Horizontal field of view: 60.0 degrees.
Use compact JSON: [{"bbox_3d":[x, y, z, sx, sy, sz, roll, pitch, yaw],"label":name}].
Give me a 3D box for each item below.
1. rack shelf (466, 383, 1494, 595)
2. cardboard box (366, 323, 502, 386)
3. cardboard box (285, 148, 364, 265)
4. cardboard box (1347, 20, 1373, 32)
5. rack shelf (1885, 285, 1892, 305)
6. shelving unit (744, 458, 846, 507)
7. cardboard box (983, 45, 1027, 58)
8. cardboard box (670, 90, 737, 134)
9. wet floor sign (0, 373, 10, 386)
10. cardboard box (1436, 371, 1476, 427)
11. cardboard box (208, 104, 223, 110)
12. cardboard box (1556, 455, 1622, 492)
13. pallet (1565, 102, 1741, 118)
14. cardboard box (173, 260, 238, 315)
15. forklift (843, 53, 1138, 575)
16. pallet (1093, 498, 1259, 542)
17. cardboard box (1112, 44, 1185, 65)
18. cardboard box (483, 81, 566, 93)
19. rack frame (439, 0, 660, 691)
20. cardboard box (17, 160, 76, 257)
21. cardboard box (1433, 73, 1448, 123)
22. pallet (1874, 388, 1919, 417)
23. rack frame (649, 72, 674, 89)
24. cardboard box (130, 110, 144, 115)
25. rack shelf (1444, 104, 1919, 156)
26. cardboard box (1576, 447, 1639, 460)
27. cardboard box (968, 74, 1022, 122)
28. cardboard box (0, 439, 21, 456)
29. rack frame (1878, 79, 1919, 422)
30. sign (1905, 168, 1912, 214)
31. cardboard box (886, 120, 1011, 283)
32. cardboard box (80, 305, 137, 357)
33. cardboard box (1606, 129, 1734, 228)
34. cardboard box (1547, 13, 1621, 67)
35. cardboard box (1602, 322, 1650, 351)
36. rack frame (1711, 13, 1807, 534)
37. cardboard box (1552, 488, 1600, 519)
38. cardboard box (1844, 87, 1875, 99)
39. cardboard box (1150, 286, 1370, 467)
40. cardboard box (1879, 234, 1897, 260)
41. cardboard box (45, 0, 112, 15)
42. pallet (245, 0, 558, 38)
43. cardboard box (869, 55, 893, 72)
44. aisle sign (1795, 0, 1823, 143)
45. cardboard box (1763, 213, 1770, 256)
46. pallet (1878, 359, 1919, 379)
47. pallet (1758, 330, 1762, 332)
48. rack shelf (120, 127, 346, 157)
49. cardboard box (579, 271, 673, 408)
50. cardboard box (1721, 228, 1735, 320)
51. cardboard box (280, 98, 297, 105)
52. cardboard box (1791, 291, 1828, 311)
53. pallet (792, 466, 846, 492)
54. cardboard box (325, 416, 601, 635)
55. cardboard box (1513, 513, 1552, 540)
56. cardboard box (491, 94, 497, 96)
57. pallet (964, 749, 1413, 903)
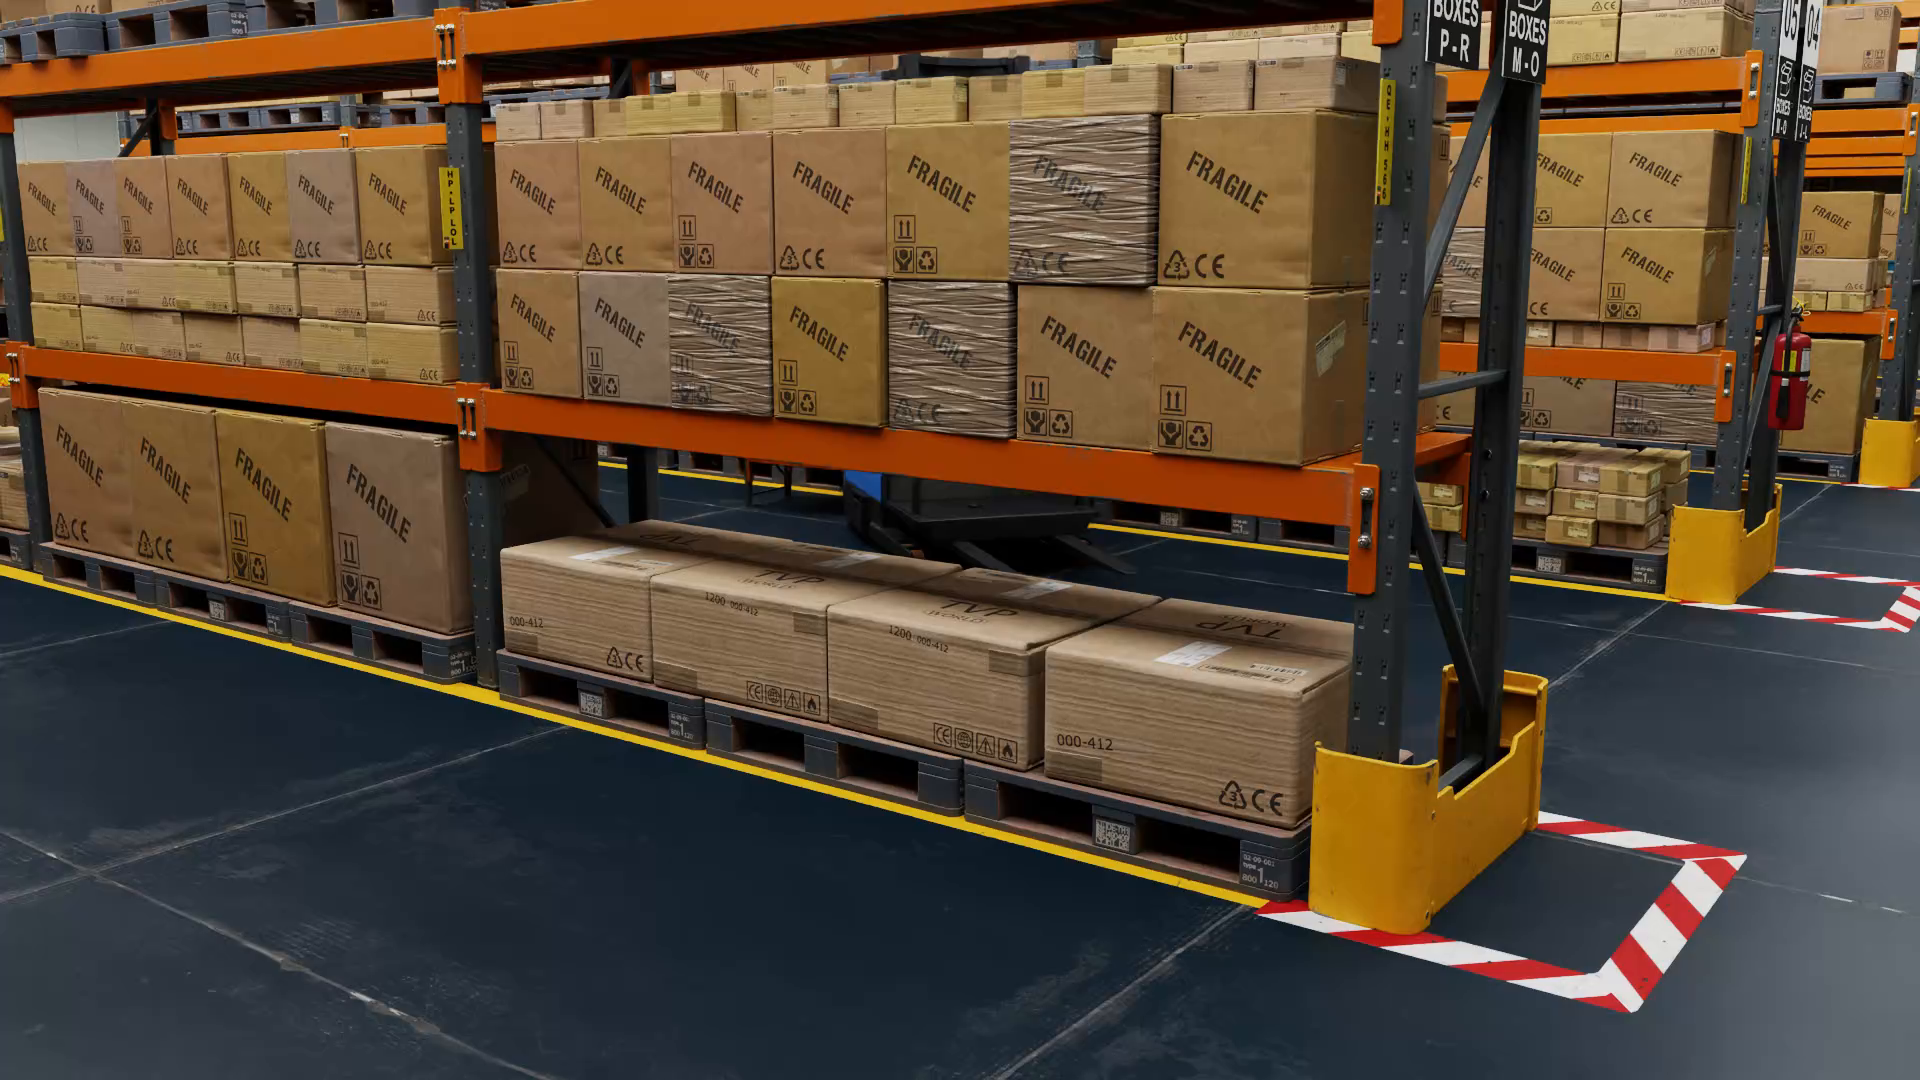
[{"bbox_3d":[-0.144,-0.327,6.218,4.000,0.370,1.077,8,13,36],"label":"rack shelf"},{"bbox_3d":[-2.267,-0.844,7.387,0.500,0.250,0.500,8,13,34],"label":"cardboard box"},{"bbox_3d":[-2.686,-1.514,7.563,0.500,0.500,0.500,8,14,37],"label":"cardboard box"},{"bbox_3d":[2.571,-3.056,9.610,0.500,0.250,0.500,7,13,33],"label":"cardboard box"},{"bbox_3d":[8.653,-2.603,17.980,4.000,0.370,1.077,8,13,36],"label":"rack shelf"},{"bbox_3d":[-0.939,-0.779,11.591,1.048,1.125,0.538,7,13,30],"label":"shelving unit"},{"bbox_3d":[0.507,-3.441,11.649,0.500,0.311,0.500,8,13,35],"label":"cardboard box"},{"bbox_3d":[-0.847,-1.568,6.135,0.250,0.149,0.380,7,13,34],"label":"cardboard box"},{"bbox_3d":[-9.775,-1.568,16.935,0.232,0.644,0.267,5,12,26],"label":"wet floor sign"},{"bbox_3d":[4.594,-1.499,14.869,0.875,0.875,0.875,8,13,36],"label":"cardboard box"},{"bbox_3d":[-7.270,-4.370,16.617,0.250,0.149,0.380,8,14,36],"label":"cardboard box"},{"bbox_3d":[3.571,-0.381,9.436,0.250,0.149,0.380,8,14,37],"label":"cardboard box"},{"bbox_3d":[5.742,-3.621,13.684,1.213,0.211,1.003,8,13,36],"label":"pallet"},{"bbox_3d":[-3.506,-1.257,8.208,0.500,0.250,0.500,8,14,37],"label":"cardboard box"},{"bbox_3d":[0.146,-1.307,9.568,1.130,2.935,3.031,-3,11,-17],"label":"forklift"},{"bbox_3d":[1.655,-0.235,11.190,1.213,0.211,1.003,8,13,36],"label":"pallet"},{"bbox_3d":[1.309,-2.981,10.539,0.500,0.250,0.500,9,14,38],"label":"cardboard box"},{"bbox_3d":[-3.698,-4.054,14.057,0.500,0.500,0.500,8,13,36],"label":"cardboard box"},{"bbox_3d":[-1.756,-0.905,7.312,0.127,3.000,1.000,8,13,36],"label":"rack frame"},{"bbox_3d":[-4.727,-1.802,9.052,0.500,0.500,0.500,7,13,34],"label":"cardboard box"},{"bbox_3d":[1.346,-1.396,5.247,0.250,0.149,0.380,8,14,37],"label":"cardboard box"},{"bbox_3d":[9.624,-1.461,17.524,1.213,0.211,1.003,8,13,36],"label":"pallet"},{"bbox_3d":[-2.132,-5.070,13.043,0.127,3.000,1.000,8,13,36],"label":"rack frame"},{"bbox_3d":[-8.493,-4.541,17.498,0.250,0.149,0.380,8,14,36],"label":"cardboard box"},{"bbox_3d":[5.722,-3.317,13.775,4.000,0.370,1.077,8,13,36],"label":"rack shelf"},{"bbox_3d":[3.802,-0.447,9.776,0.250,0.149,0.380,8,14,37],"label":"cardboard box"},{"bbox_3d":[0.236,-1.440,5.470,0.250,0.149,0.380,8,13,35],"label":"cardboard box"},{"bbox_3d":[-6.029,-0.418,10.605,0.625,0.372,0.950,8,13,34],"label":"cardboard box"},{"bbox_3d":[7.334,-1.973,12.830,0.127,3.000,1.000,8,13,36],"label":"rack frame"},{"bbox_3d":[7.001,-2.576,12.276,0.005,0.325,0.100,8,13,36],"label":"sign"},{"bbox_3d":[0.103,-1.124,5.545,0.500,0.500,0.500,8,13,35],"label":"cardboard box"},{"bbox_3d":[-4.310,-1.133,8.883,0.500,0.250,0.500,7,13,34],"label":"cardboard box"},{"bbox_3d":[3.800,-1.924,8.900,0.500,0.500,0.500,8,13,34],"label":"cardboard box"},{"bbox_3d":[3.378,-2.691,9.038,0.500,0.250,0.500,8,14,36],"label":"cardboard box"},{"bbox_3d":[3.708,-1.129,9.127,0.250,0.149,0.380,8,13,35],"label":"cardboard box"},{"bbox_3d":[4.316,-1.225,8.963,0.127,3.000,1.000,8,13,36],"label":"rack frame"},{"bbox_3d":[3.543,-0.231,9.441,0.250,0.149,0.380,8,13,34],"label":"cardboard box"},{"bbox_3d":[11.610,-5.736,21.491,0.500,0.500,0.700,8,13,36],"label":"cardboard box"},{"bbox_3d":[0.923,-0.518,5.049,0.500,0.500,0.500,8,14,36],"label":"cardboard box"},{"bbox_3d":[11.859,-3.661,21.295,0.500,0.500,0.500,8,14,36],"label":"cardboard box"},{"bbox_3d":[-4.587,-3.065,9.202,0.637,0.503,0.797,7,13,32],"label":"cardboard box"},{"bbox_3d":[-2.524,-2.380,7.539,1.217,0.209,0.805,7,13,33],"label":"pallet"},{"bbox_3d":[-0.710,-3.510,12.613,0.500,0.500,0.500,8,13,36],"label":"cardboard box"},{"bbox_3d":[4.553,-2.539,8.911,0.004,0.787,0.394,8,13,36],"label":"aisle sign"},{"bbox_3d":[6.704,-2.565,13.527,0.500,0.500,0.500,8,13,34],"label":"cardboard box"},{"bbox_3d":[12.496,-2.218,21.438,1.213,0.211,1.003,8,13,36],"label":"pallet"},{"bbox_3d":[13.472,-3.231,26.674,1.213,0.211,1.003,8,13,36],"label":"pallet"},{"bbox_3d":[-6.968,-3.918,16.883,4.000,0.370,1.077,8,13,36],"label":"rack shelf"},{"bbox_3d":[-1.130,-0.804,6.527,0.500,0.500,0.500,8,14,36],"label":"cardboard box"},{"bbox_3d":[4.118,-1.513,9.405,0.500,0.500,0.500,9,14,38],"label":"cardboard box"},{"bbox_3d":[-6.251,-4.228,15.880,0.250,0.149,0.380,8,14,36],"label":"cardboard box"},{"bbox_3d":[6.641,-1.868,12.949,0.250,0.149,0.380,8,14,36],"label":"cardboard box"},{"bbox_3d":[-0.523,-0.530,12.712,1.213,0.211,1.003,8,13,36],"label":"pallet"},{"bbox_3d":[-2.303,-0.126,7.771,0.875,0.875,0.875,8,14,37],"label":"cardboard box"},{"bbox_3d":[3.340,-0.115,9.626,0.250,0.149,0.380,8,13,35],"label":"cardboard box"},{"bbox_3d":[-3.813,-4.095,14.766,0.500,0.311,0.500,7,13,33],"label":"cardboard box"},{"bbox_3d":[0.777,0.836,5.655,1.213,0.211,1.003,8,13,36],"label":"pallet"}]
